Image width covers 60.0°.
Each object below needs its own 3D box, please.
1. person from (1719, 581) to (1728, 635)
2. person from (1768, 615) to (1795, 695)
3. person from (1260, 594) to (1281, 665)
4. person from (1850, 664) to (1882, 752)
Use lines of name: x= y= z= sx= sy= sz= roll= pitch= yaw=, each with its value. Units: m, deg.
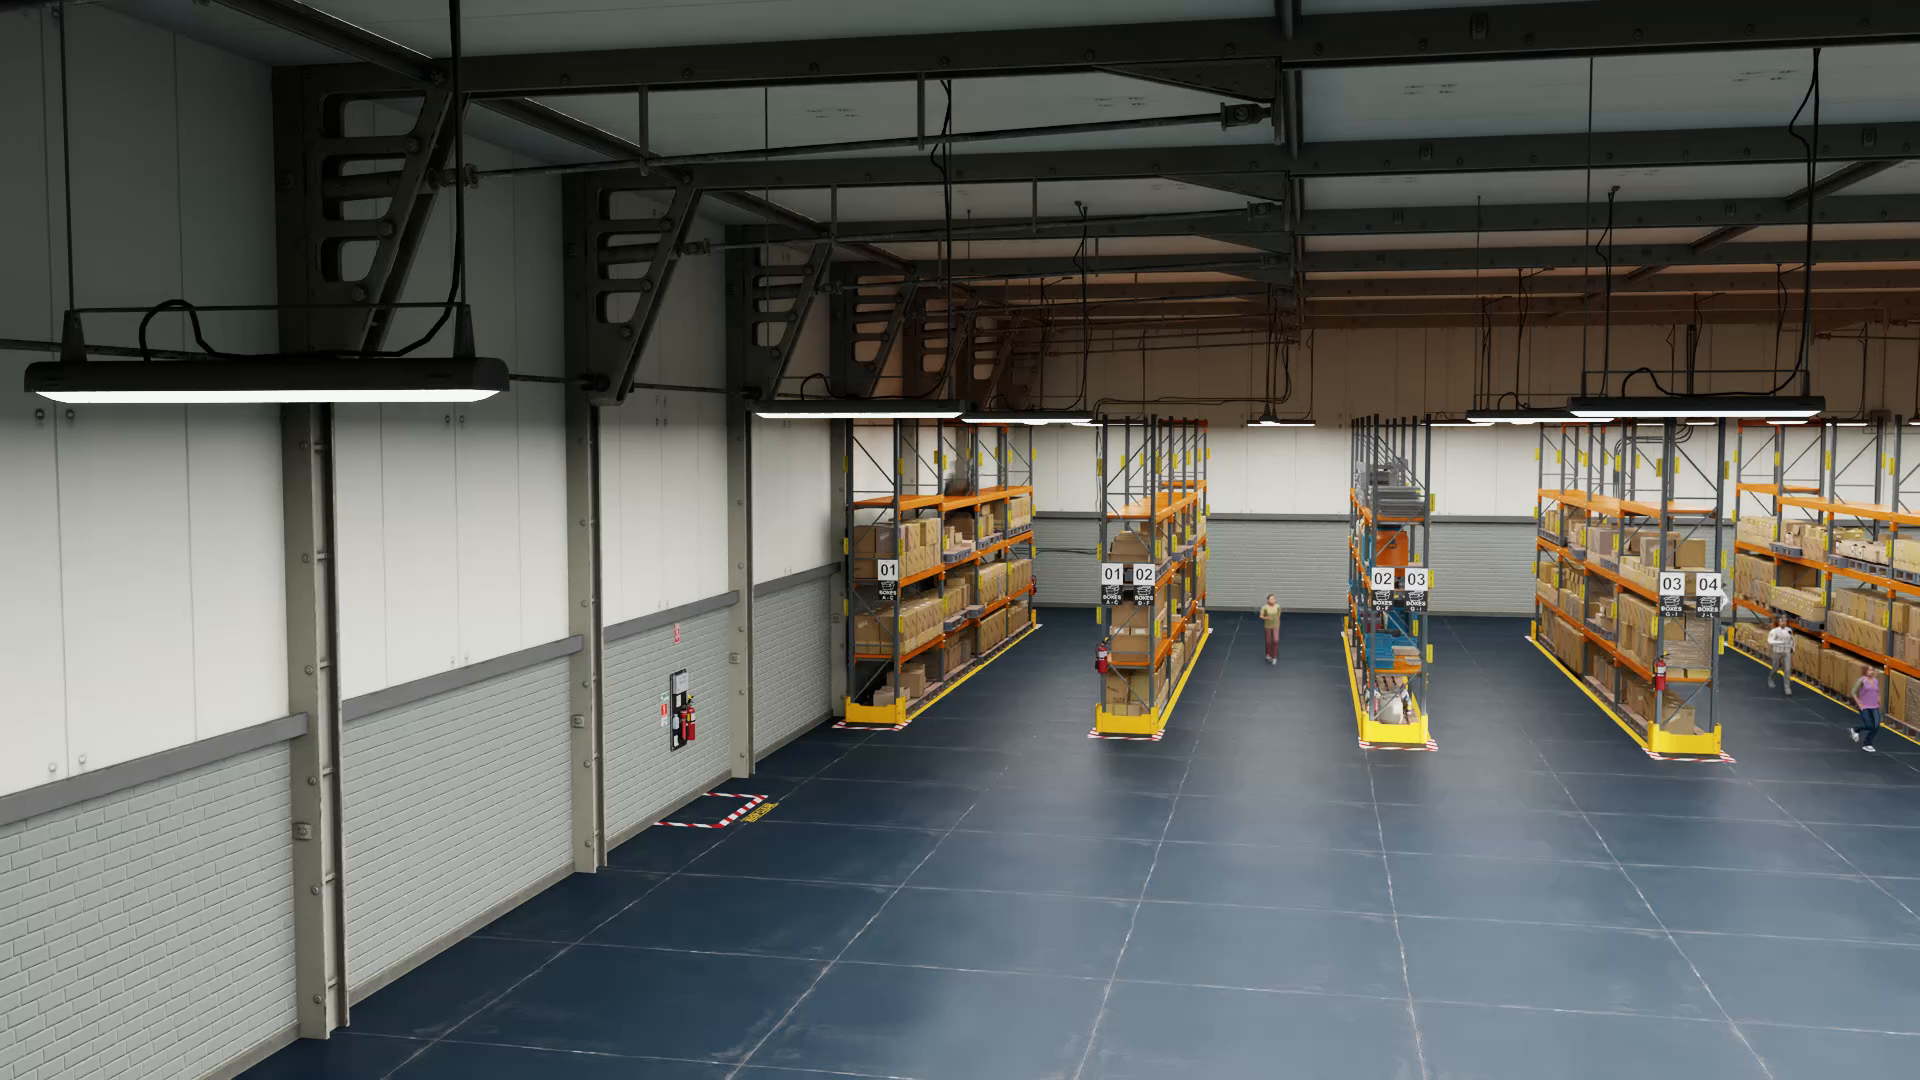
person: x=20.538 y=1.885 z=45.296 sx=0.800 sy=1.624 sz=0.675 roll=1 pitch=4 yaw=15
person: x=17.832 y=2.453 z=36.081 sx=0.611 sy=1.679 sz=0.939 roll=1 pitch=4 yaw=8
person: x=7.616 y=2.160 z=40.771 sx=0.532 sy=1.681 sz=0.947 roll=0 pitch=4 yaw=4
person: x=16.150 y=2.980 z=29.592 sx=0.525 sy=1.536 sz=0.524 roll=0 pitch=4 yaw=-4
